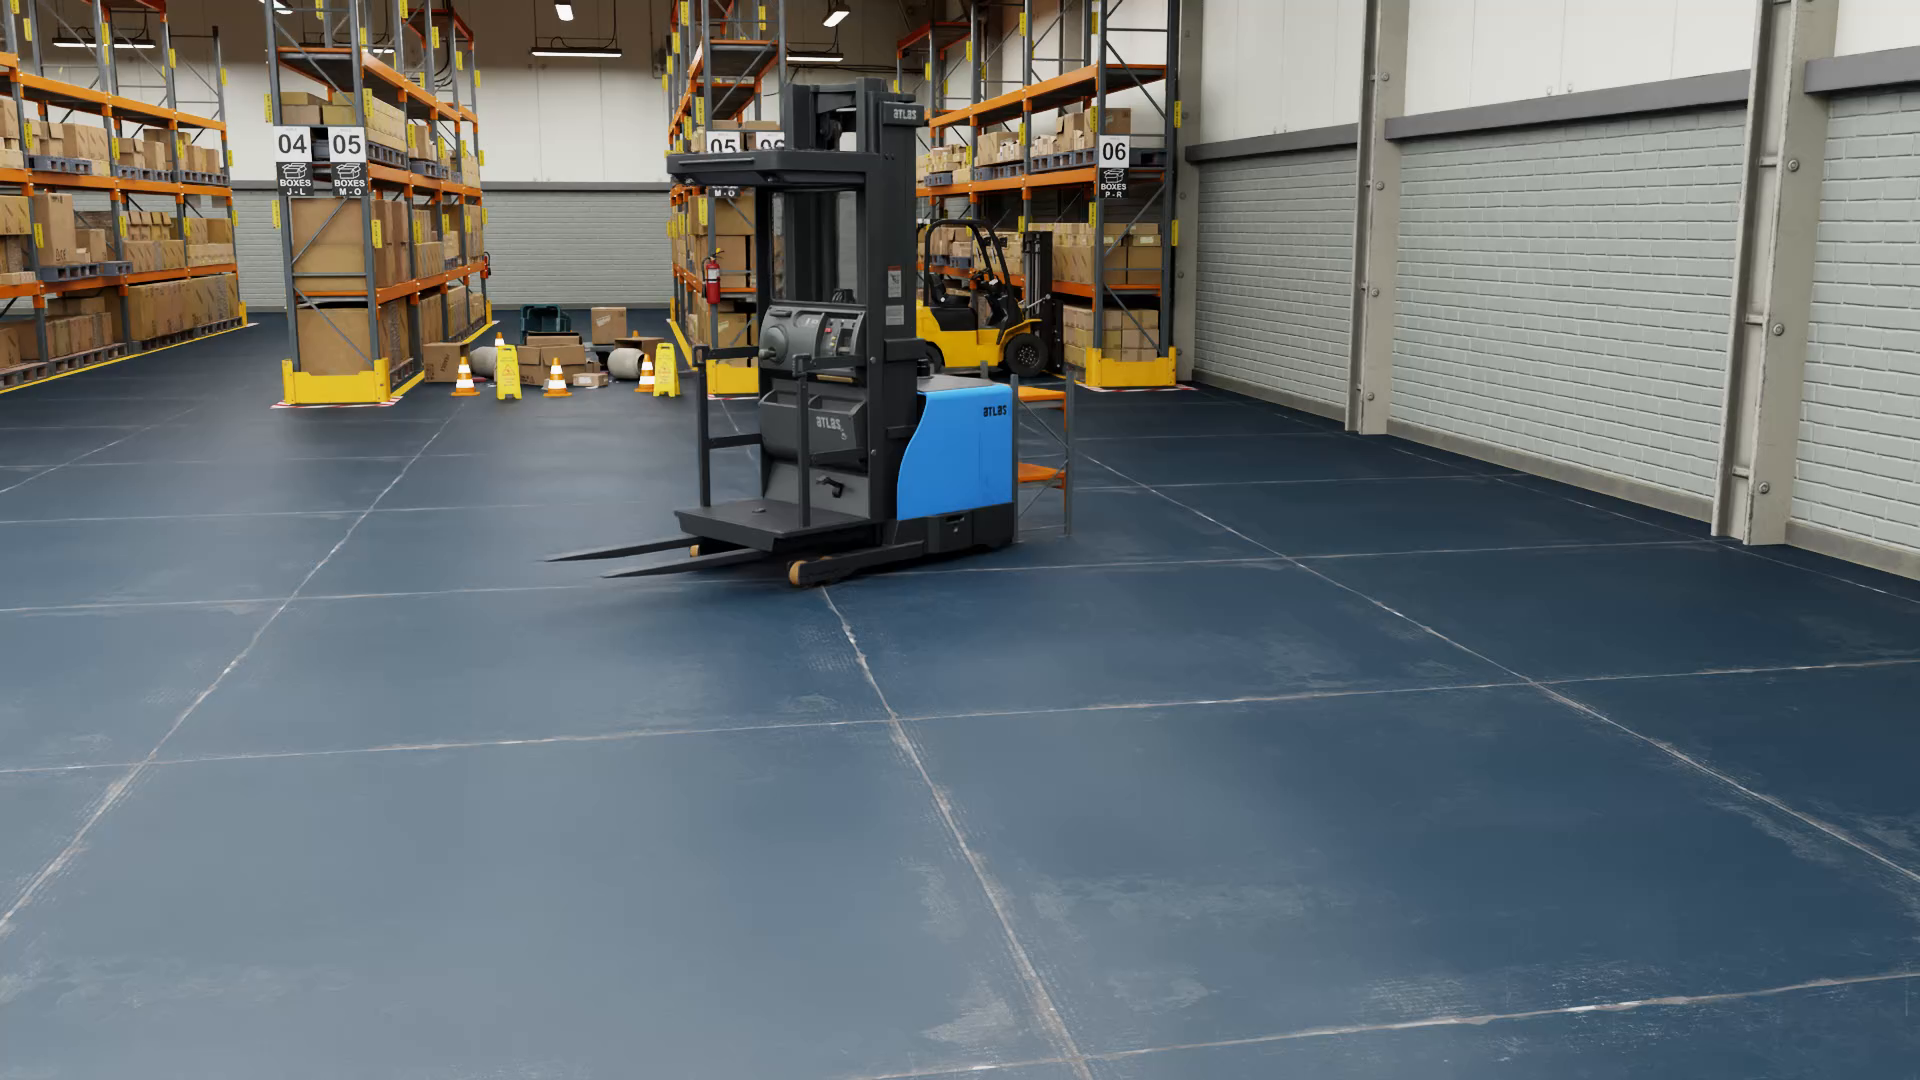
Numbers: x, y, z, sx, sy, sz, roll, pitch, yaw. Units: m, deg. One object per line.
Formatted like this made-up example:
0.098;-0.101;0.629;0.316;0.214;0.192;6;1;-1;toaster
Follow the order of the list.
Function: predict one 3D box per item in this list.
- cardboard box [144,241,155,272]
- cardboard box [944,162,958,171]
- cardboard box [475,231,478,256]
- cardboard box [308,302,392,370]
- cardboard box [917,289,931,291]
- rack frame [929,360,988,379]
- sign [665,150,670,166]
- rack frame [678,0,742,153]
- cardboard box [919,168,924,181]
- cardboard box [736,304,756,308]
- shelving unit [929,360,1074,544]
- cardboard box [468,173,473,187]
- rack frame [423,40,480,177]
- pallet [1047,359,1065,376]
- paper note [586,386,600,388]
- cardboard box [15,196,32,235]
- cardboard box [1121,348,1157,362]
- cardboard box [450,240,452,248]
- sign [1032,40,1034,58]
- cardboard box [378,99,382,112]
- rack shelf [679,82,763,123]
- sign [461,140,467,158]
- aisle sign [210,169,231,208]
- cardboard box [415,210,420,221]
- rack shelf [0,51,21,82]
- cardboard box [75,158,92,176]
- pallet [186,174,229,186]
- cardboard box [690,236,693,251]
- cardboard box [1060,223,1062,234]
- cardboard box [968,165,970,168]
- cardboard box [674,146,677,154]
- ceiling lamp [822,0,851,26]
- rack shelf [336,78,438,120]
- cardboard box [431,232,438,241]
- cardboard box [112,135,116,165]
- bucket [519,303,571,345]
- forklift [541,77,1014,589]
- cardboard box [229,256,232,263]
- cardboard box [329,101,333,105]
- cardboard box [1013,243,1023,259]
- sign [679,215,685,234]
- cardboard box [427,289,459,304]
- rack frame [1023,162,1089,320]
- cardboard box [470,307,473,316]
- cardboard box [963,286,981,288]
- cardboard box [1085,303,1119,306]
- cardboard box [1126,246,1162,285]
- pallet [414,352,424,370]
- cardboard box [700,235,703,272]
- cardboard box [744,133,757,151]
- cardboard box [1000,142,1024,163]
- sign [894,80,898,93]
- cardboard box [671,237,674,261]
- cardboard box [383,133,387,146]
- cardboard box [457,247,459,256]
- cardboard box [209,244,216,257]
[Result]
-13.930;-4.783;28.039;0.500;0.500;0.500;-2;11;-12;cardboard box
-0.093;-6.978;31.092;0.380;0.149;0.250;-2;11;-10;cardboard box
-9.938;-5.919;33.210;0.500;0.500;0.500;-2;11;-8;cardboard box
-7.825;-2.587;21.327;0.875;0.875;0.875;-2;11;-12;cardboard box
-0.705;-5.060;35.320;0.500;0.500;0.500;-2;11;-10;cardboard box
-0.016;-0.713;11.934;0.500;1.125;0.032;-7;13;-33;rack frame
-6.277;-8.197;35.671;0.100;0.325;0.005;-2;11;-11;sign
-4.176;-7.754;27.871;1.000;3.000;0.127;-2;11;-11;rack frame
-0.536;-7.443;33.860;0.500;0.250;0.500;-3;11;-13;cardboard box
-2.919;-3.106;23.716;0.500;0.500;0.500;-2;11;-10;cardboard box
0.266;-0.634;11.518;0.538;1.125;1.048;-7;13;-33;shelving unit
-9.809;-7.025;32.460;0.500;0.250;0.500;-2;11;-9;cardboard box
-10.567;-9.023;34.537;1.000;3.000;0.127;-2;11;-11;rack frame
1.825;-2.514;23.838;1.003;0.211;1.213;-2;11;-11;pallet
-4.756;-1.983;21.531;0.148;0.019;0.142;-6;13;-31;paper note
-12.761;-4.327;22.172;0.500;0.500;0.500;-2;11;-11;cardboard box
2.345;-2.474;22.403;0.500;0.250;0.500;-2;11;-11;cardboard box
-9.258;-5.264;29.584;0.380;0.149;0.250;-2;11;-11;cardboard box
1.236;-8.493;28.830;0.100;0.325;0.005;-2;11;-11;sign
-7.405;-5.398;20.662;0.380;0.149;0.250;-2;11;-12;cardboard box
-3.787;-6.838;26.048;1.077;0.370;4.000;-2;11;-11;rack shelf
-9.246;-7.284;30.987;0.100;0.325;0.005;-2;11;-11;sign
-15.172;-7.215;34.131;0.394;0.787;0.004;-2;11;-11;aisle sign
-8.633;-4.786;25.378;0.700;0.500;0.500;-2;11;-12;cardboard box
-12.729;-5.939;20.263;1.077;0.370;4.000;-2;11;-11;rack shelf
-13.359;-5.586;24.901;0.500;0.250;0.500;-2;11;-9;cardboard box
-15.298;-7.209;33.262;1.003;0.211;1.213;-2;11;-11;pallet
-4.007;-4.833;26.383;0.500;0.500;0.500;-3;11;-13;cardboard box
1.636;-4.421;23.605;0.380;0.149;0.250;-2;11;-11;cardboard box
0.356;-6.689;29.629;0.380;0.149;0.250;-2;11;-12;cardboard box
-5.067;-7.098;31.052;0.500;0.500;0.500;-2;11;-12;cardboard box
-2.078;-11.303;30.904;0.800;3.185;2.000;-2;11;-11;ceiling lamp
-8.623;-6.639;25.005;1.077;0.370;4.000;-2;11;-11;rack shelf
-8.912;-5.077;27.804;0.380;0.149;0.250;-2;11;-11;cardboard box
-14.086;-6.287;26.783;0.797;0.503;0.637;-1;11;-8;cardboard box
-5.946;-3.073;24.008;0.726;0.611;0.620;2;1;9;bucket
-1.055;-1.264;9.997;3.031;2.935;1.130;-10;15;-43;forklift
-15.008;-5.690;33.740;0.380;0.149;0.250;-2;11;-10;cardboard box
-8.151;-5.468;21.029;0.380;0.149;0.250;-2;11;-11;cardboard box
1.124;-4.508;25.921;0.500;0.250;0.500;-2;11;-12;cardboard box
-4.719;-5.355;28.214;0.100;0.325;0.005;-2;11;-11;sign
-9.090;-4.275;29.192;0.500;0.250;0.500;-2;11;-11;cardboard box
1.471;-4.255;25.529;1.000;3.000;0.127;-2;11;-11;rack frame
-9.546;-4.373;31.853;0.380;0.149;0.250;-2;11;-8;cardboard box
0.269;-4.962;33.072;0.380;0.149;0.250;-3;11;-13;cardboard box
2.060;-3.241;23.758;0.500;0.250;0.500;-2;11;-12;cardboard box
2.425;-3.671;22.196;0.500;0.500;0.500;-2;11;-9;cardboard box
-8.458;-2.644;24.524;1.003;0.211;1.213;-2;11;-11;pallet
-3.182;-3.809;22.122;0.500;0.500;0.500;-2;11;-11;cardboard box
-2.456;-4.988;20.964;0.500;0.250;0.500;-2;11;-12;cardboard box
0.941;-6.205;26.599;0.500;0.311;0.500;-3;11;-13;cardboard box
-1.396;-9.881;36.333;0.100;0.325;0.005;-2;11;-11;sign
-5.920;-6.225;35.614;0.500;0.500;0.500;-2;11;-11;cardboard box
-7.453;-5.053;20.982;0.380;0.149;0.250;-2;11;-11;cardboard box
-9.518;-5.360;30.882;0.380;0.149;0.250;-2;11;-12;cardboard box
-14.795;-5.626;32.337;0.500;0.250;0.500;-2;11;-11;cardboard box
